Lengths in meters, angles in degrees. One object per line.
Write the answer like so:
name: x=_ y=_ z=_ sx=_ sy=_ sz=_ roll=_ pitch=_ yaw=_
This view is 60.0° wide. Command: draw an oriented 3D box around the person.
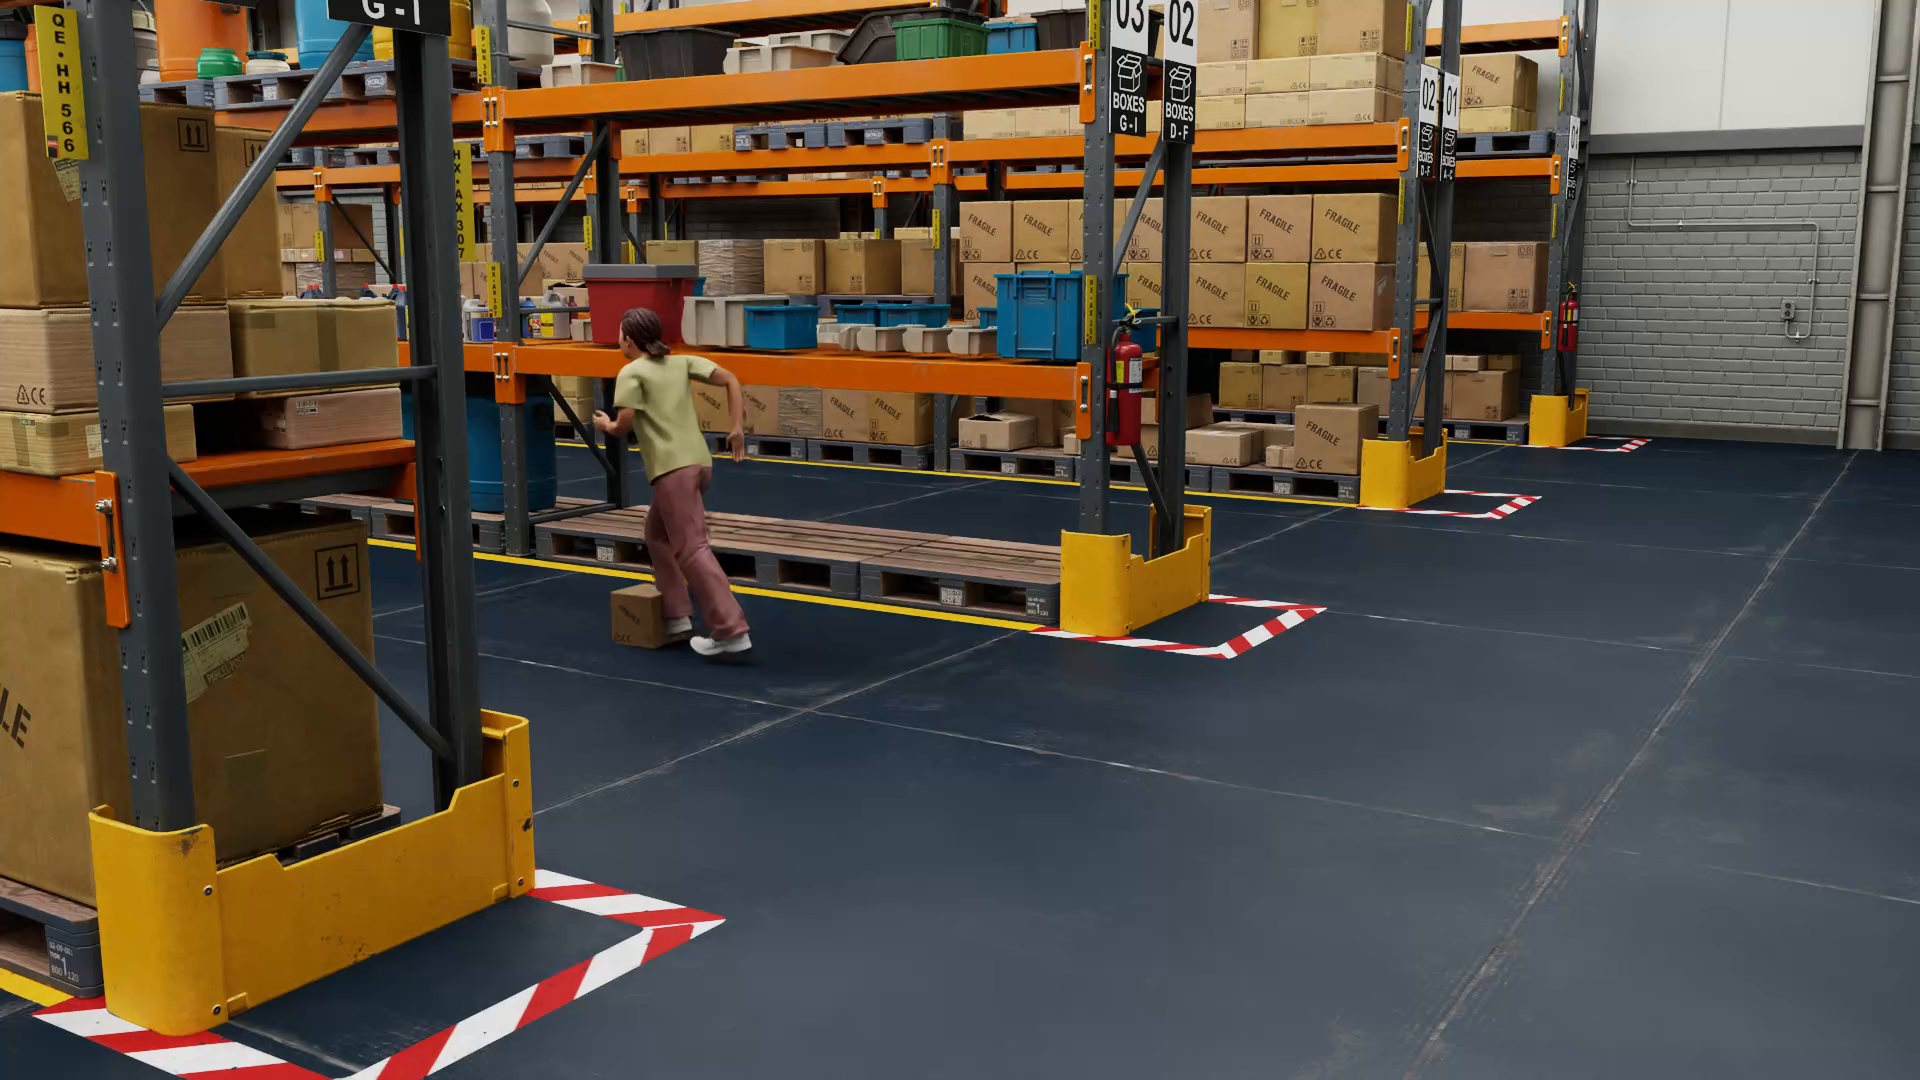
person: x=-1.299 y=-0.278 z=7.731 sx=0.908 sy=1.587 sz=0.573 roll=5 pitch=11 yaw=26
